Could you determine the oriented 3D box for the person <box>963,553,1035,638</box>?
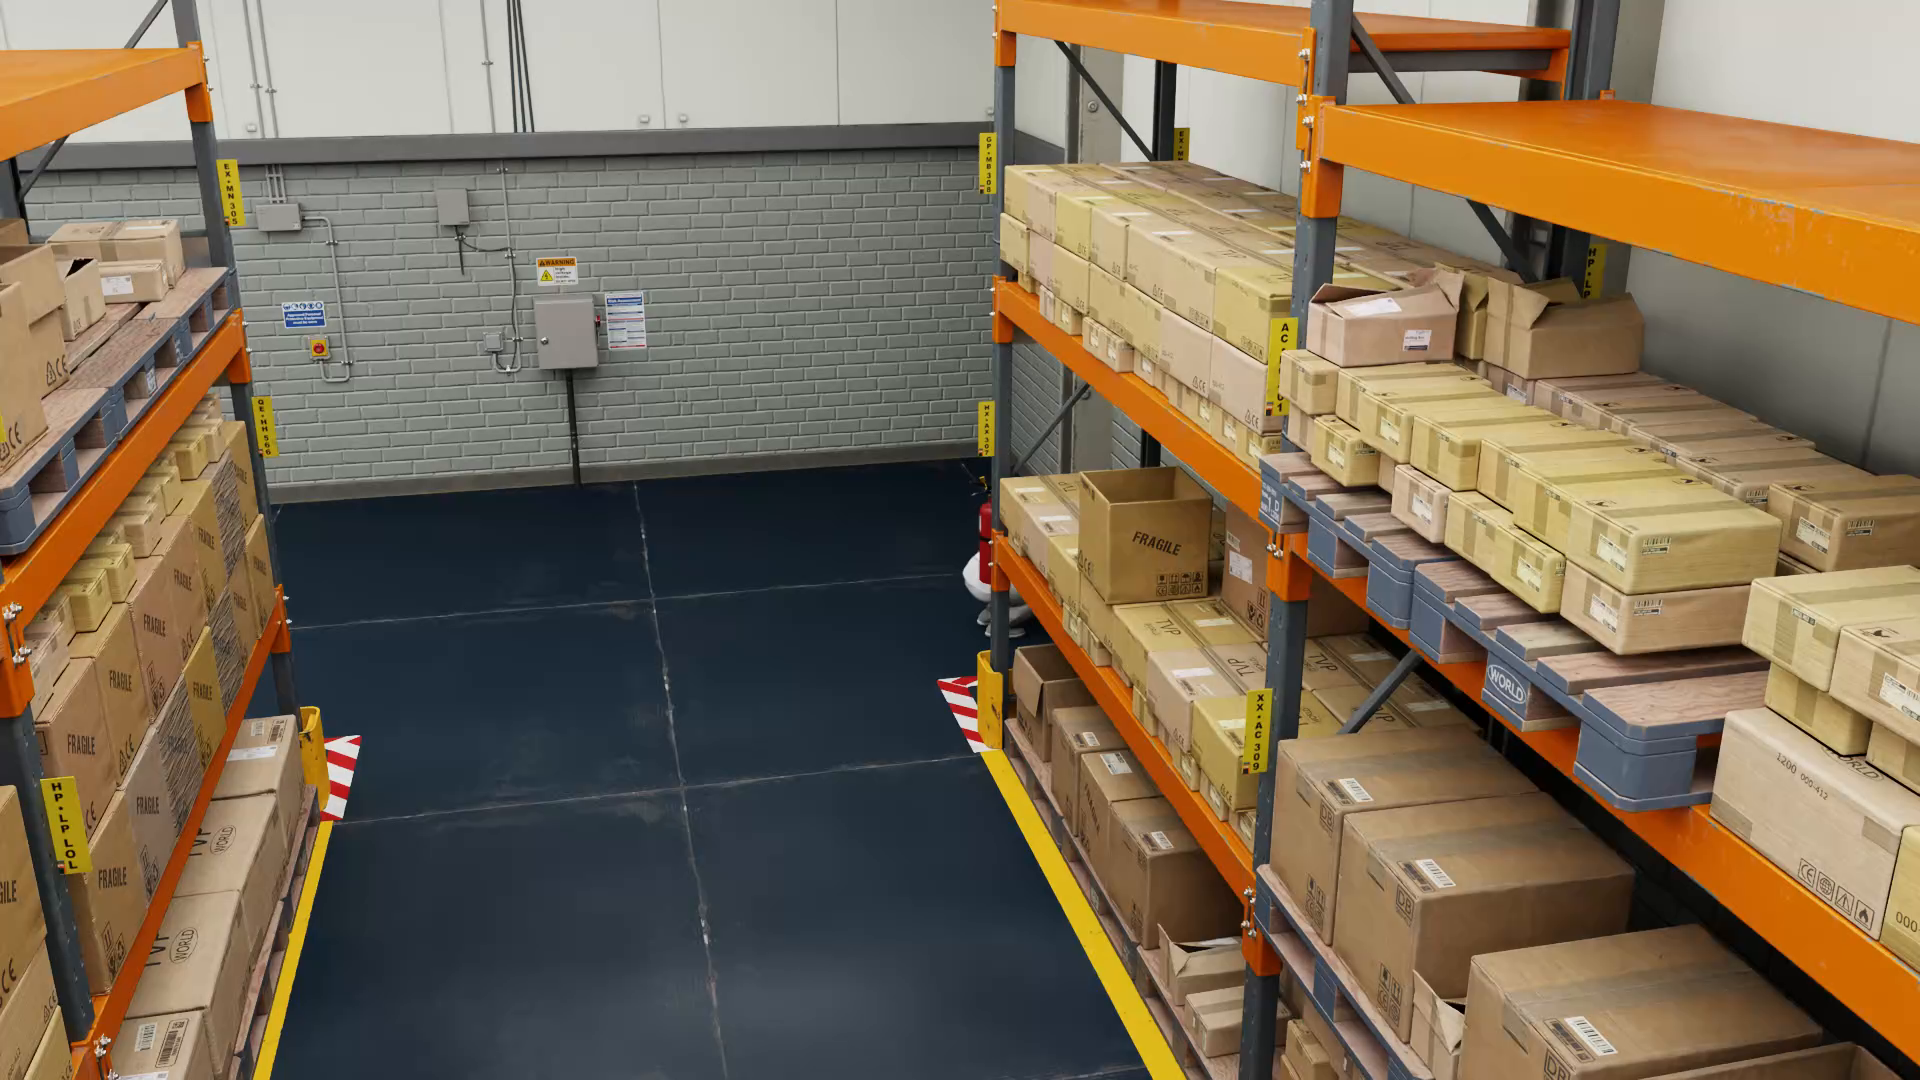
[{"bbox_3d":[0.437,0.180,11.635,0.833,0.960,0.492,-5,20,-13],"label":"person"}]
